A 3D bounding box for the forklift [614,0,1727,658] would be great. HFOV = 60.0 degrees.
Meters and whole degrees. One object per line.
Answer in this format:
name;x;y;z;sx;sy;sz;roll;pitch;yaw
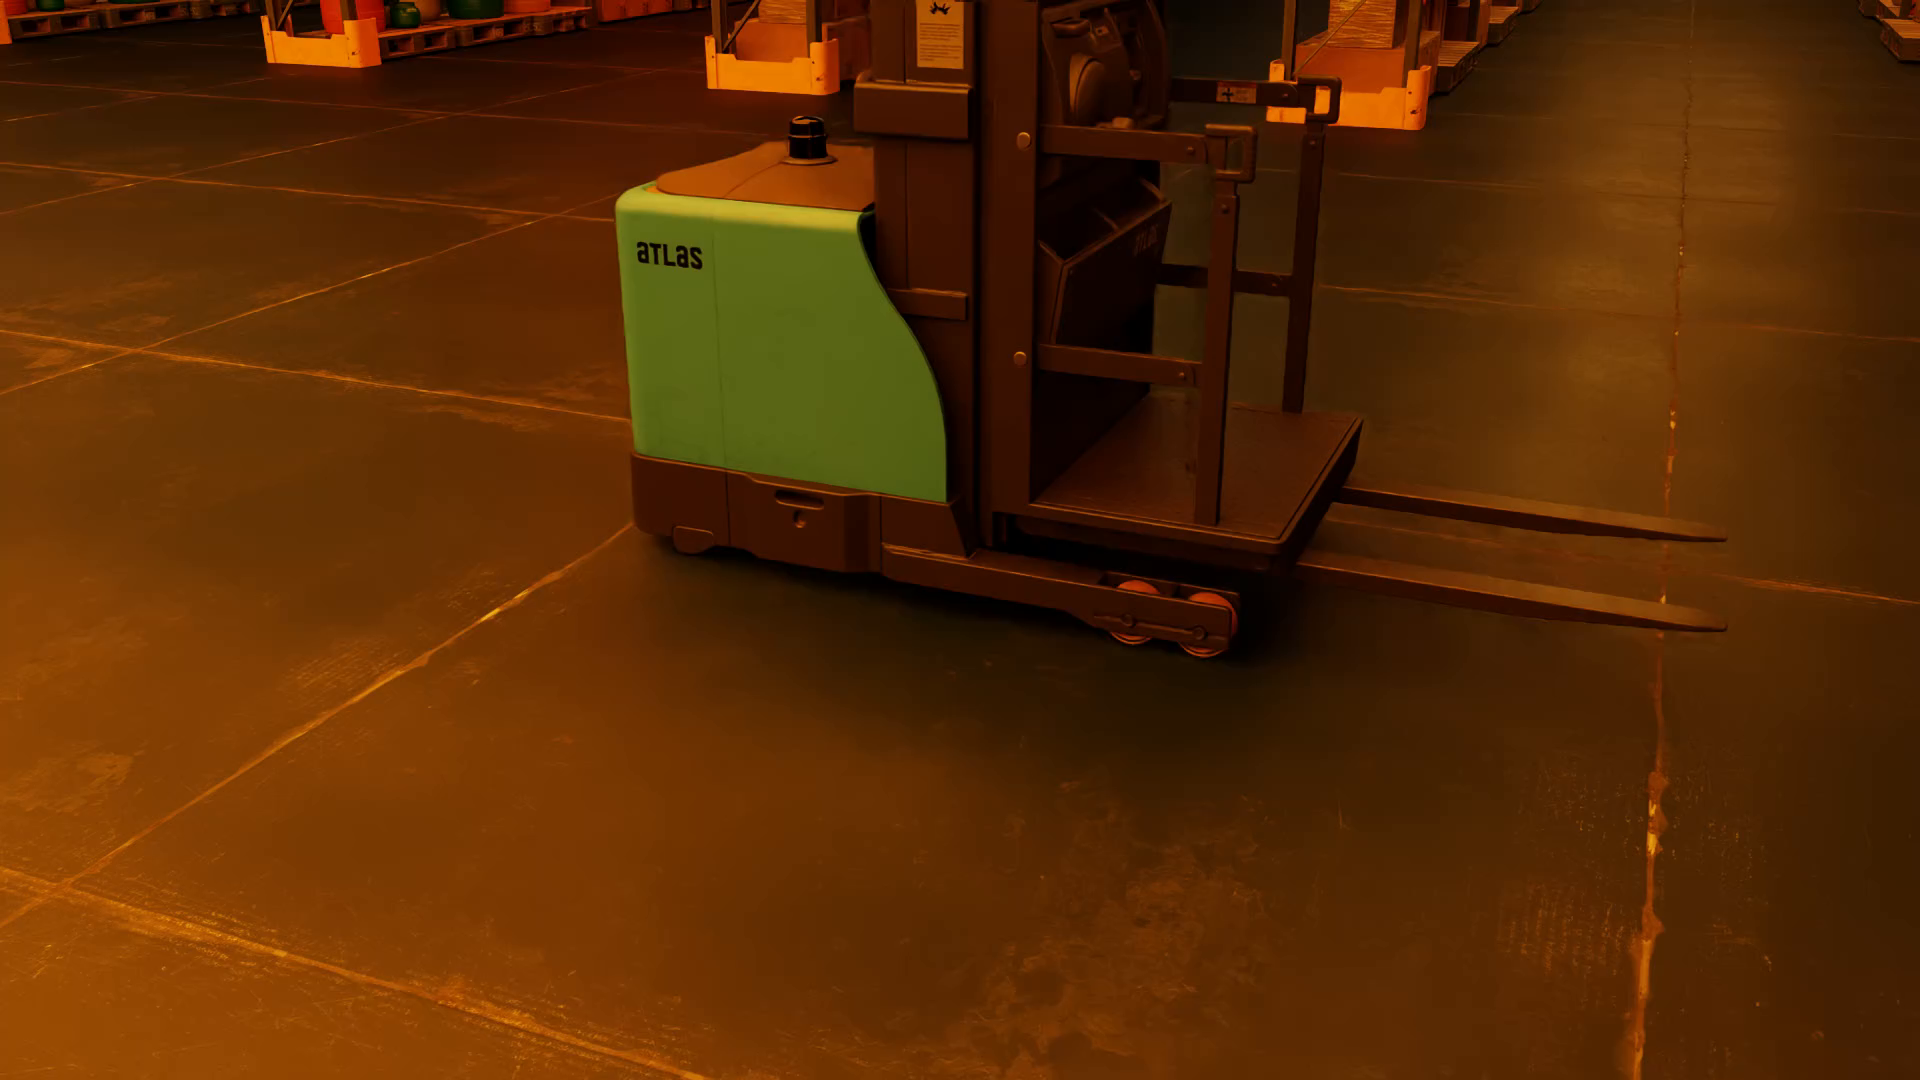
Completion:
forklift;0.580;-1.278;4.349;3.031;2.935;1.130;9;24;21
